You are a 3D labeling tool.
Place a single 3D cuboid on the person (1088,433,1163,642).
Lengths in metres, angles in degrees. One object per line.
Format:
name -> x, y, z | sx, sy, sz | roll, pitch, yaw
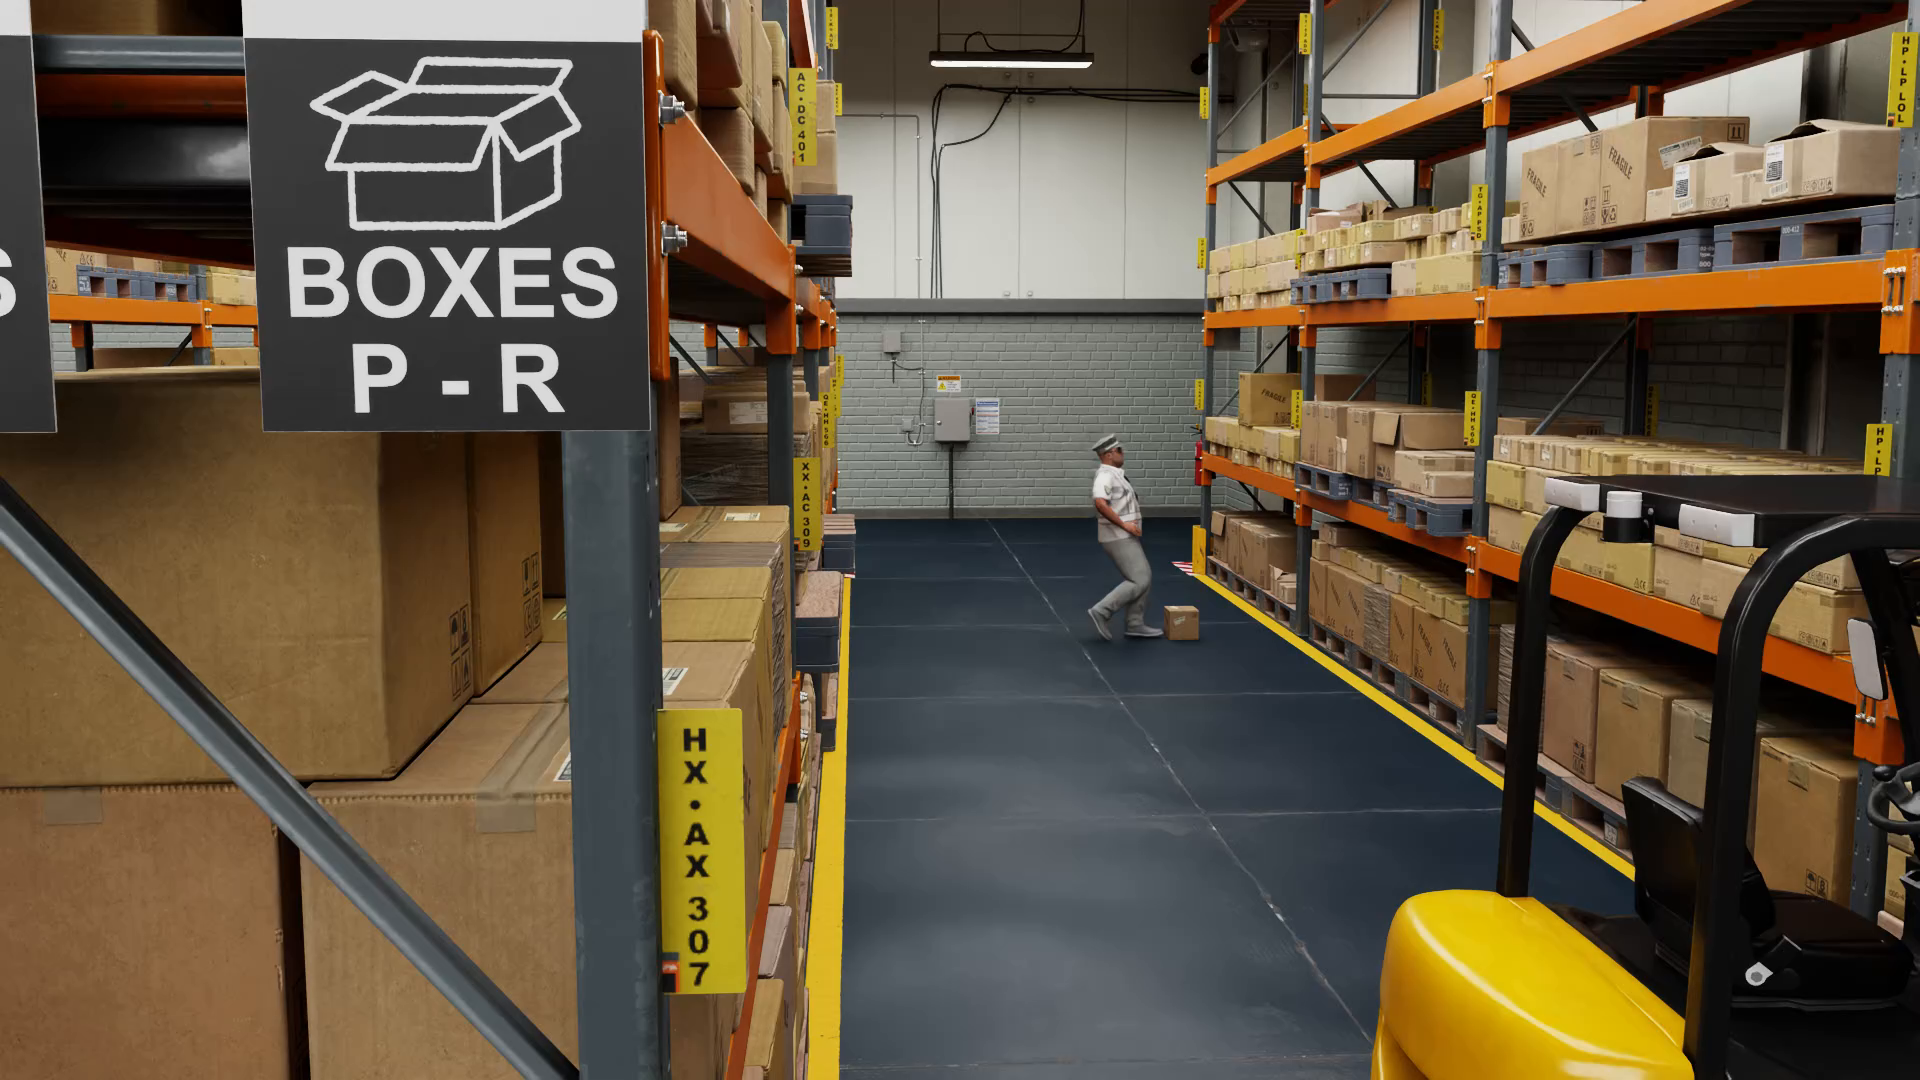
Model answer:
person -> 1.404, -0.029, 14.051 | 0.648, 1.755, 0.702 | 0, 7, 3
